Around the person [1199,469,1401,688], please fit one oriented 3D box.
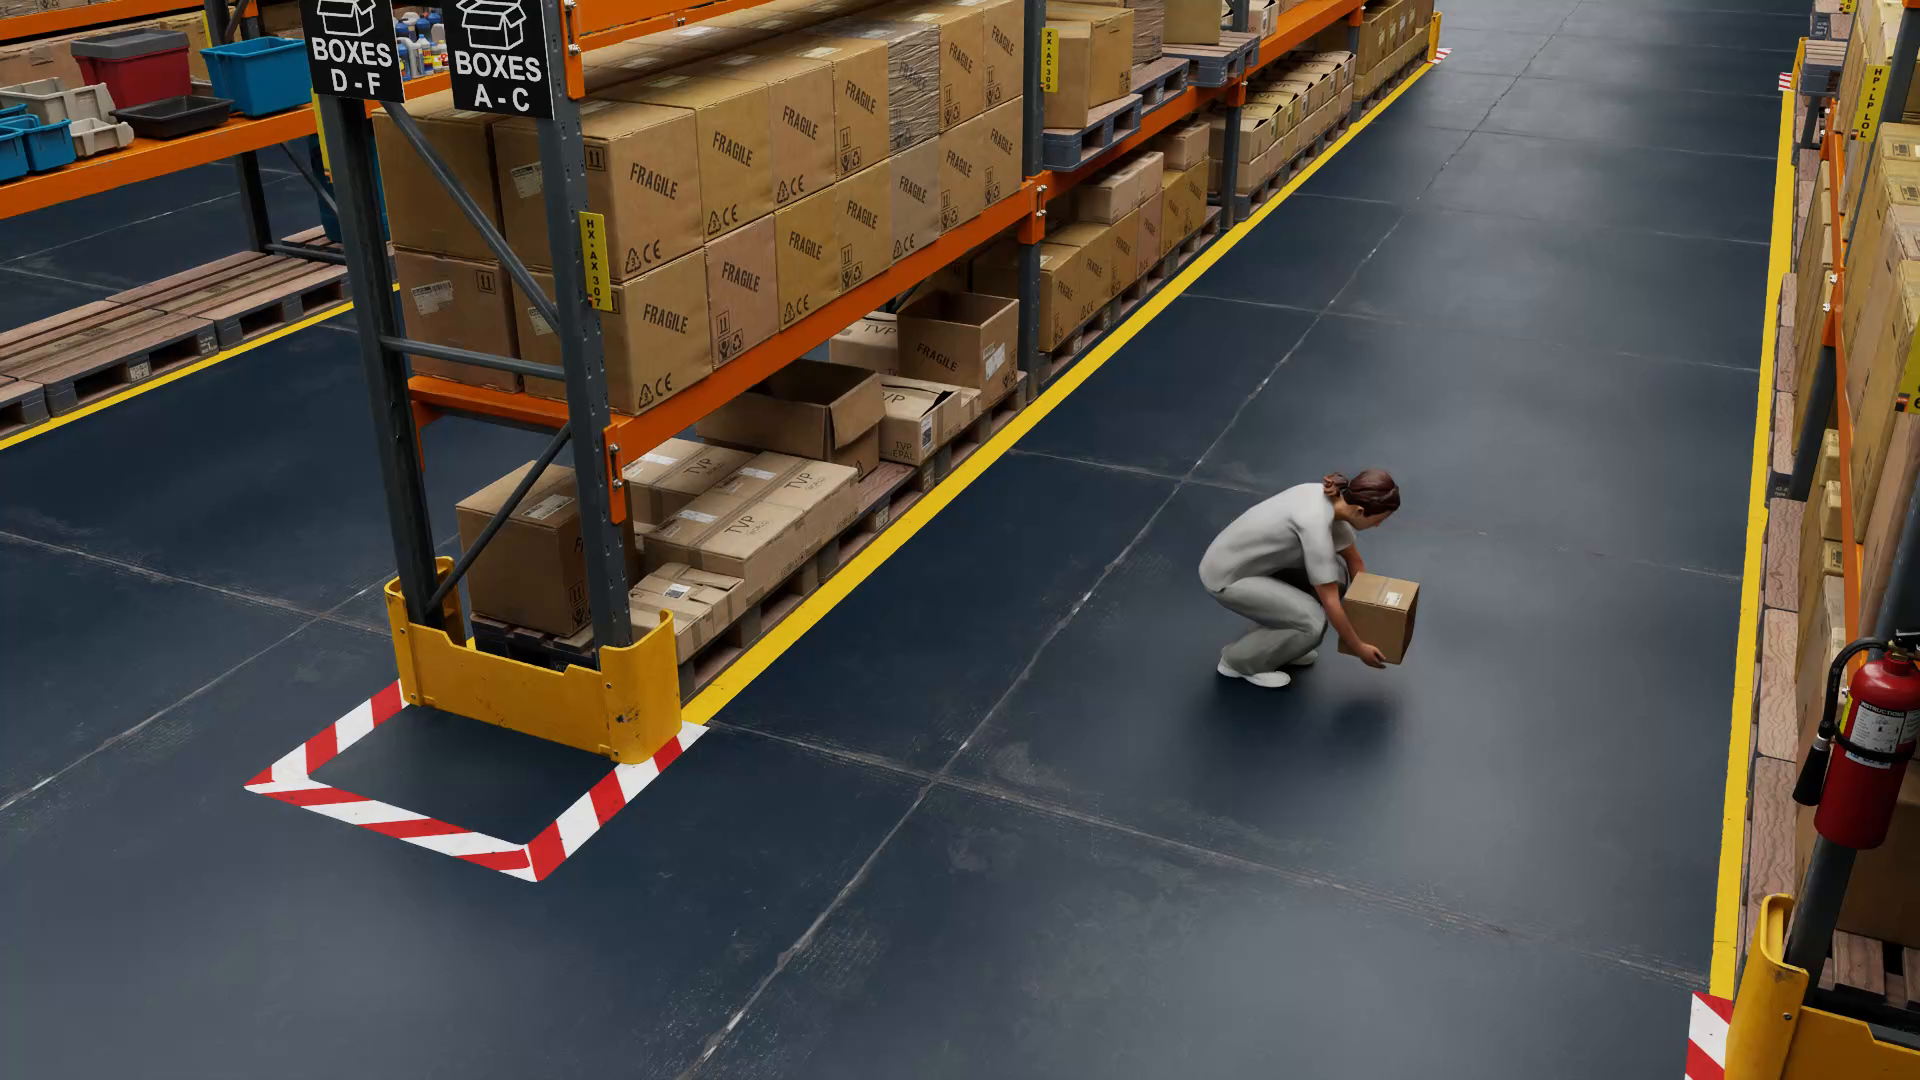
[{"bbox_3d":[1.376,0.124,6.707,0.796,0.936,0.492,11,28,22],"label":"person"}]
